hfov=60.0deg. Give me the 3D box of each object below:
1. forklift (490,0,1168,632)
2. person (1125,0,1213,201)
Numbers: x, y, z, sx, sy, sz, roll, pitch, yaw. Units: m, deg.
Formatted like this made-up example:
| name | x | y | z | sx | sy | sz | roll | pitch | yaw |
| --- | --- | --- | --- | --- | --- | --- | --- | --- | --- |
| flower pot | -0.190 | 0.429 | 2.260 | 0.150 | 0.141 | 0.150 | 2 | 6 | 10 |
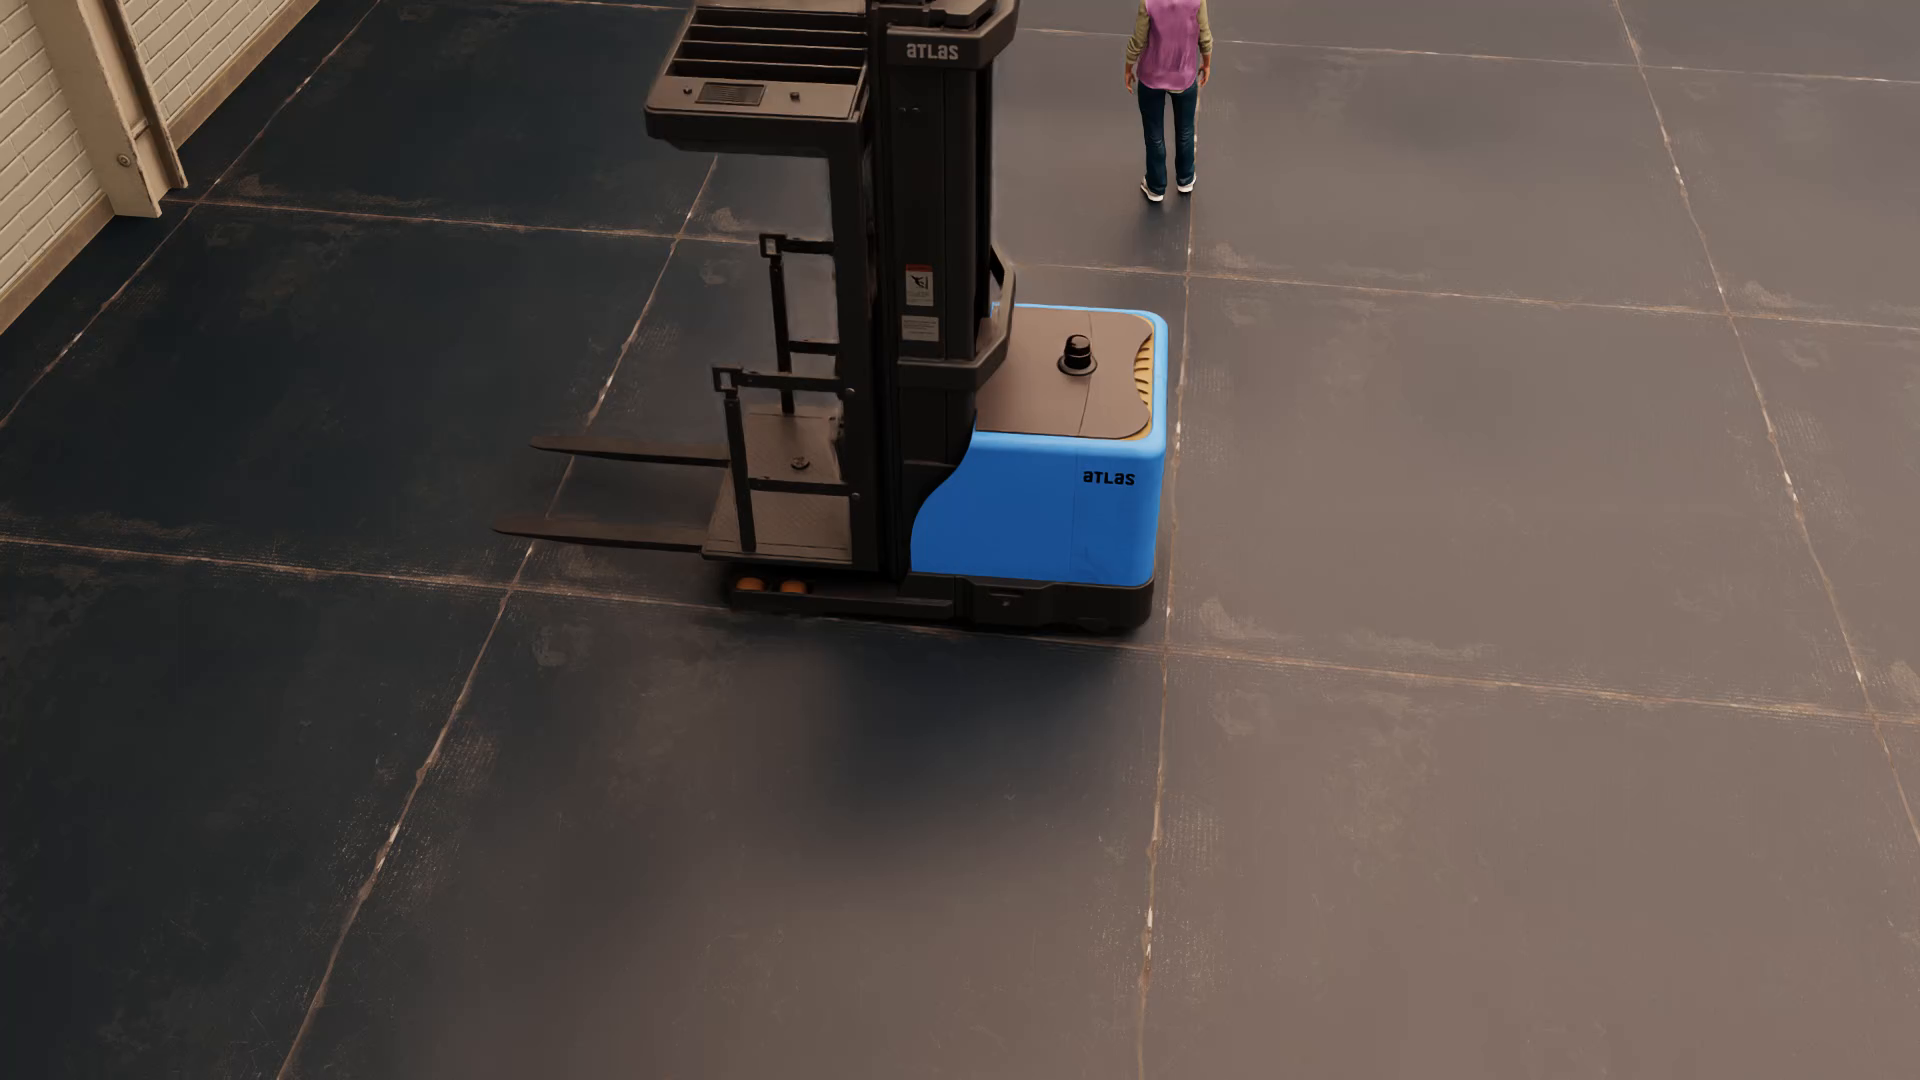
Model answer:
| name | x | y | z | sx | sy | sz | roll | pitch | yaw |
| --- | --- | --- | --- | --- | --- | --- | --- | --- | --- |
| forklift | -0.614 | -1.088 | 6.908 | 3.031 | 2.935 | 1.130 | 4 | 43 | 4 |
| person | 1.204 | -2.719 | 9.659 | 0.520 | 1.597 | 0.475 | 0 | 43 | 0 |
